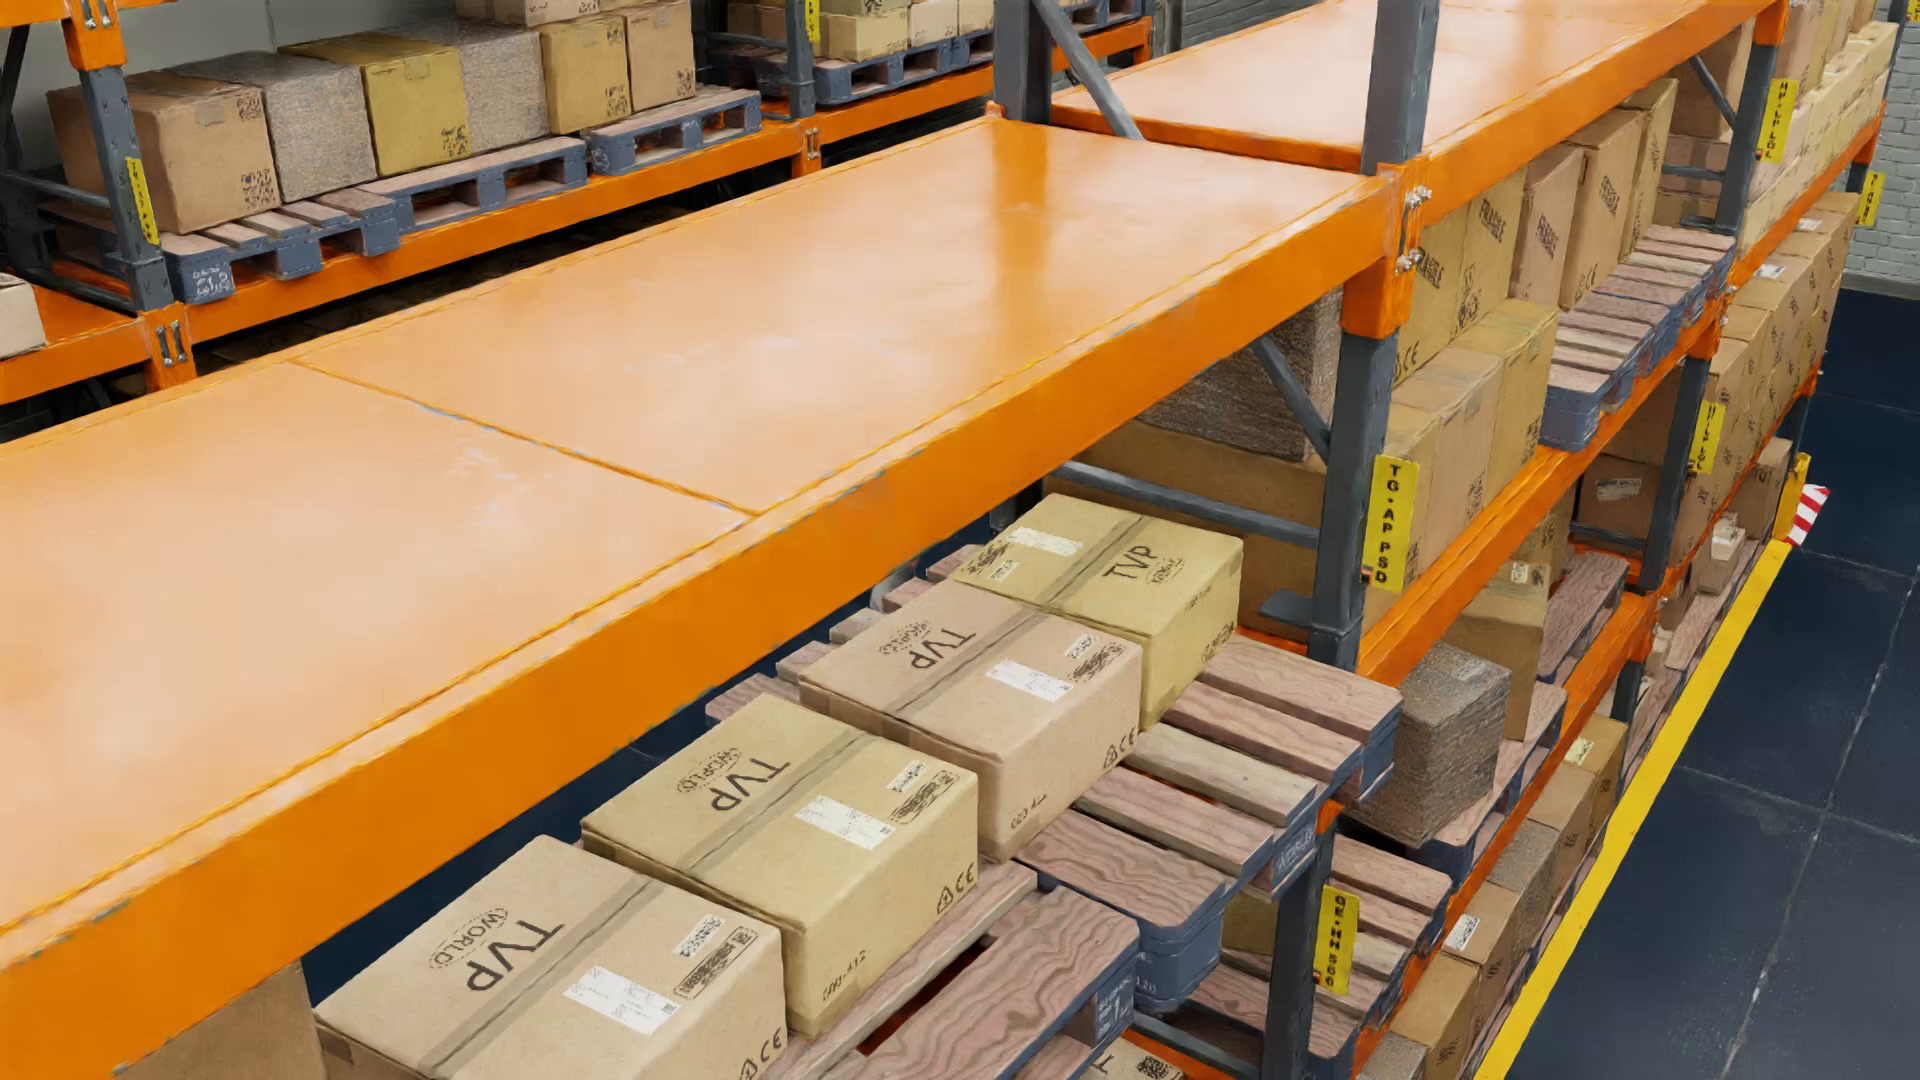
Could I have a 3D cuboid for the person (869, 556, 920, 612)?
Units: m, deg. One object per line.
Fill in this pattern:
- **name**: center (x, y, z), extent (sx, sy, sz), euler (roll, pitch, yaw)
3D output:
- **person**: center (-0.445, 0.001, 9.103), extent (0.705, 1.662, 0.430), euler (-14, 30, -26)
